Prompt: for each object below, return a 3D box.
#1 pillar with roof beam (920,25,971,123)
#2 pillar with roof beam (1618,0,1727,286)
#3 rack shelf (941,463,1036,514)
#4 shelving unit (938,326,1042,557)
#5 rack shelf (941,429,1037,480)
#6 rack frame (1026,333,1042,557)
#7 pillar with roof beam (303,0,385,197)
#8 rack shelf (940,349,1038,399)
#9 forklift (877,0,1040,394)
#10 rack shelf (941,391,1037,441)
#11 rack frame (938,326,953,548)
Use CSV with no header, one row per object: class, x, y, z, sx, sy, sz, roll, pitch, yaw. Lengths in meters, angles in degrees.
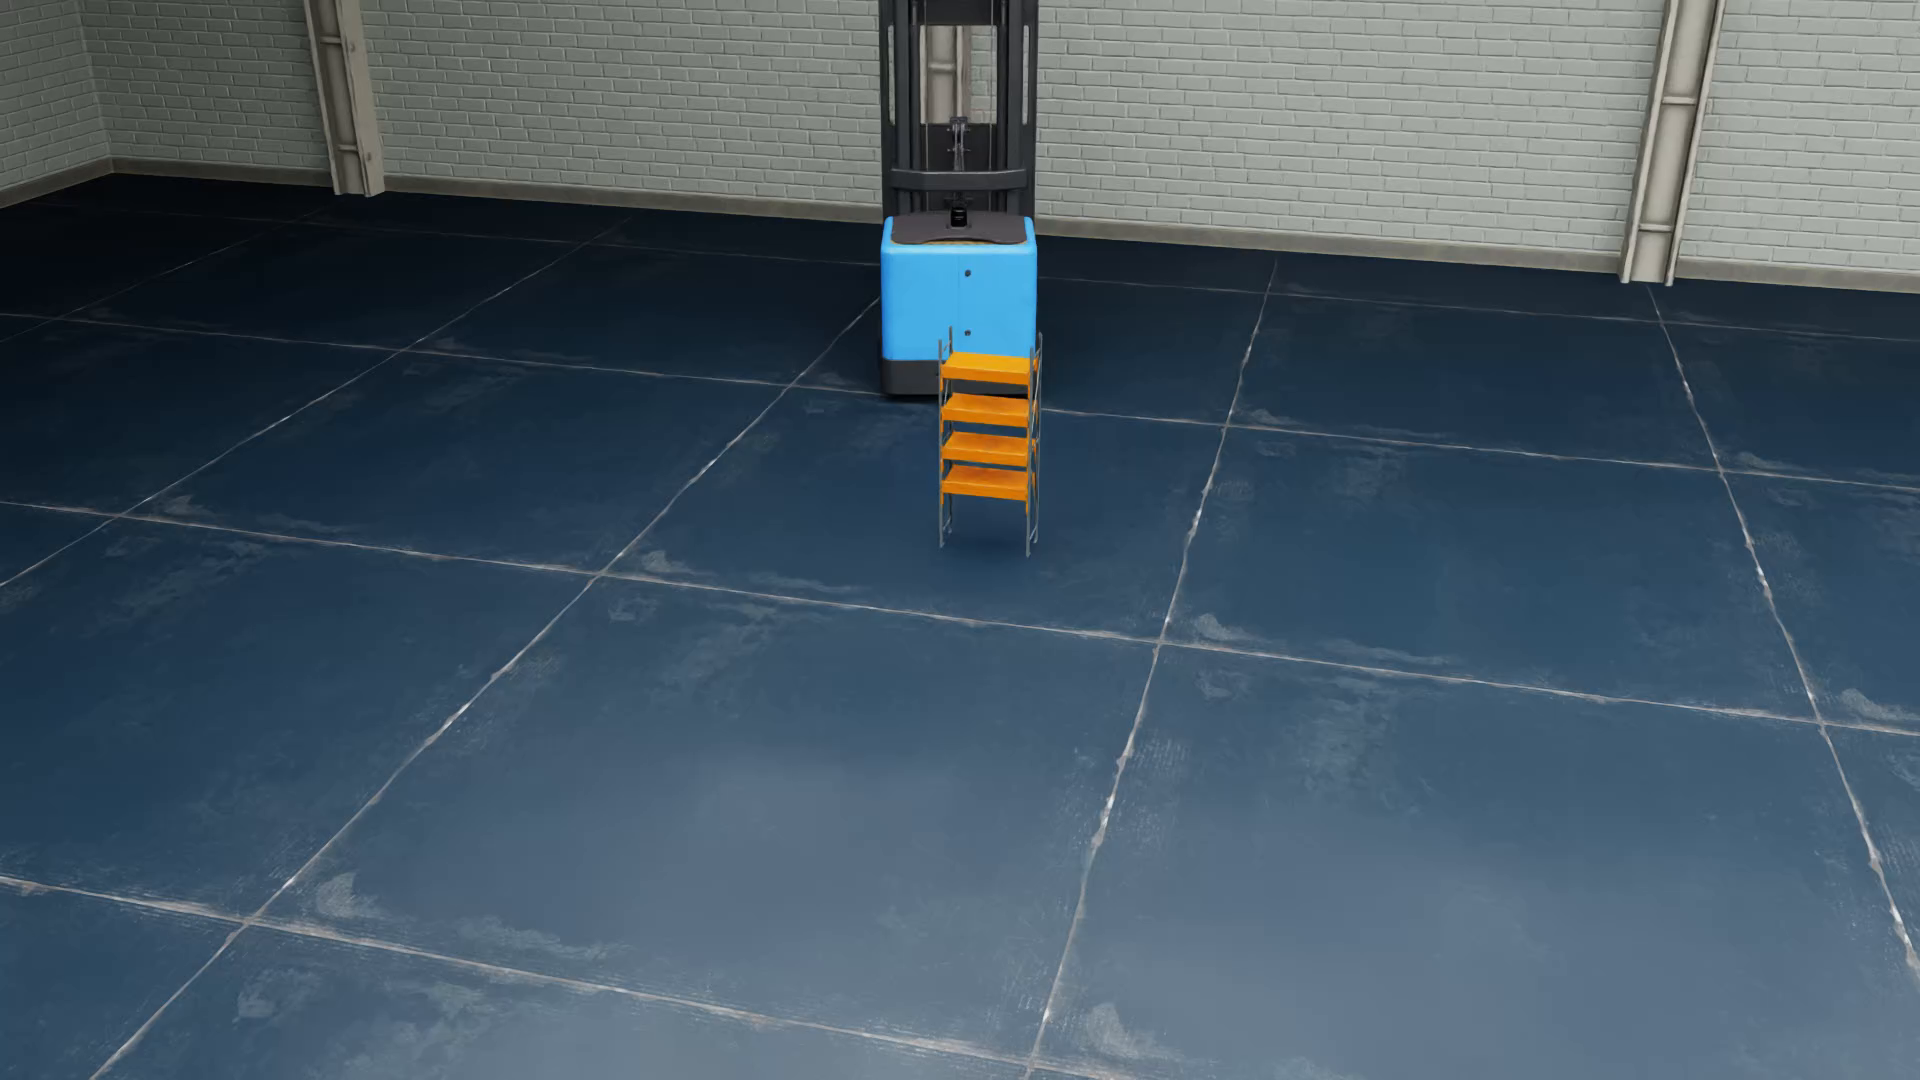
pillar with roof beam,-1.204,-5.076,9.443,0.400,9.000,9.100,6,26,13
pillar with roof beam,4.607,-4.434,8.094,0.400,9.000,9.100,6,26,13
rack shelf,0.160,-0.284,9.069,0.480,0.148,0.258,6,26,13
shelving unit,0.160,-0.524,8.955,0.503,1.200,0.258,6,26,13
rack shelf,0.160,-0.463,8.984,0.480,0.148,0.258,6,26,13
rack frame,0.397,-0.498,8.900,0.015,1.200,0.240,6,26,13
pillar with roof beam,-7.015,-5.718,10.792,0.400,9.000,9.100,6,26,13
rack shelf,0.160,-0.879,8.786,0.480,0.148,0.258,6,26,13
forklift,-0.011,-2.884,11.898,1.130,2.935,3.031,0,25,0
rack shelf,0.160,-0.665,8.888,0.480,0.148,0.258,6,26,13
rack frame,-0.076,-0.550,9.010,0.015,1.200,0.240,6,26,13
